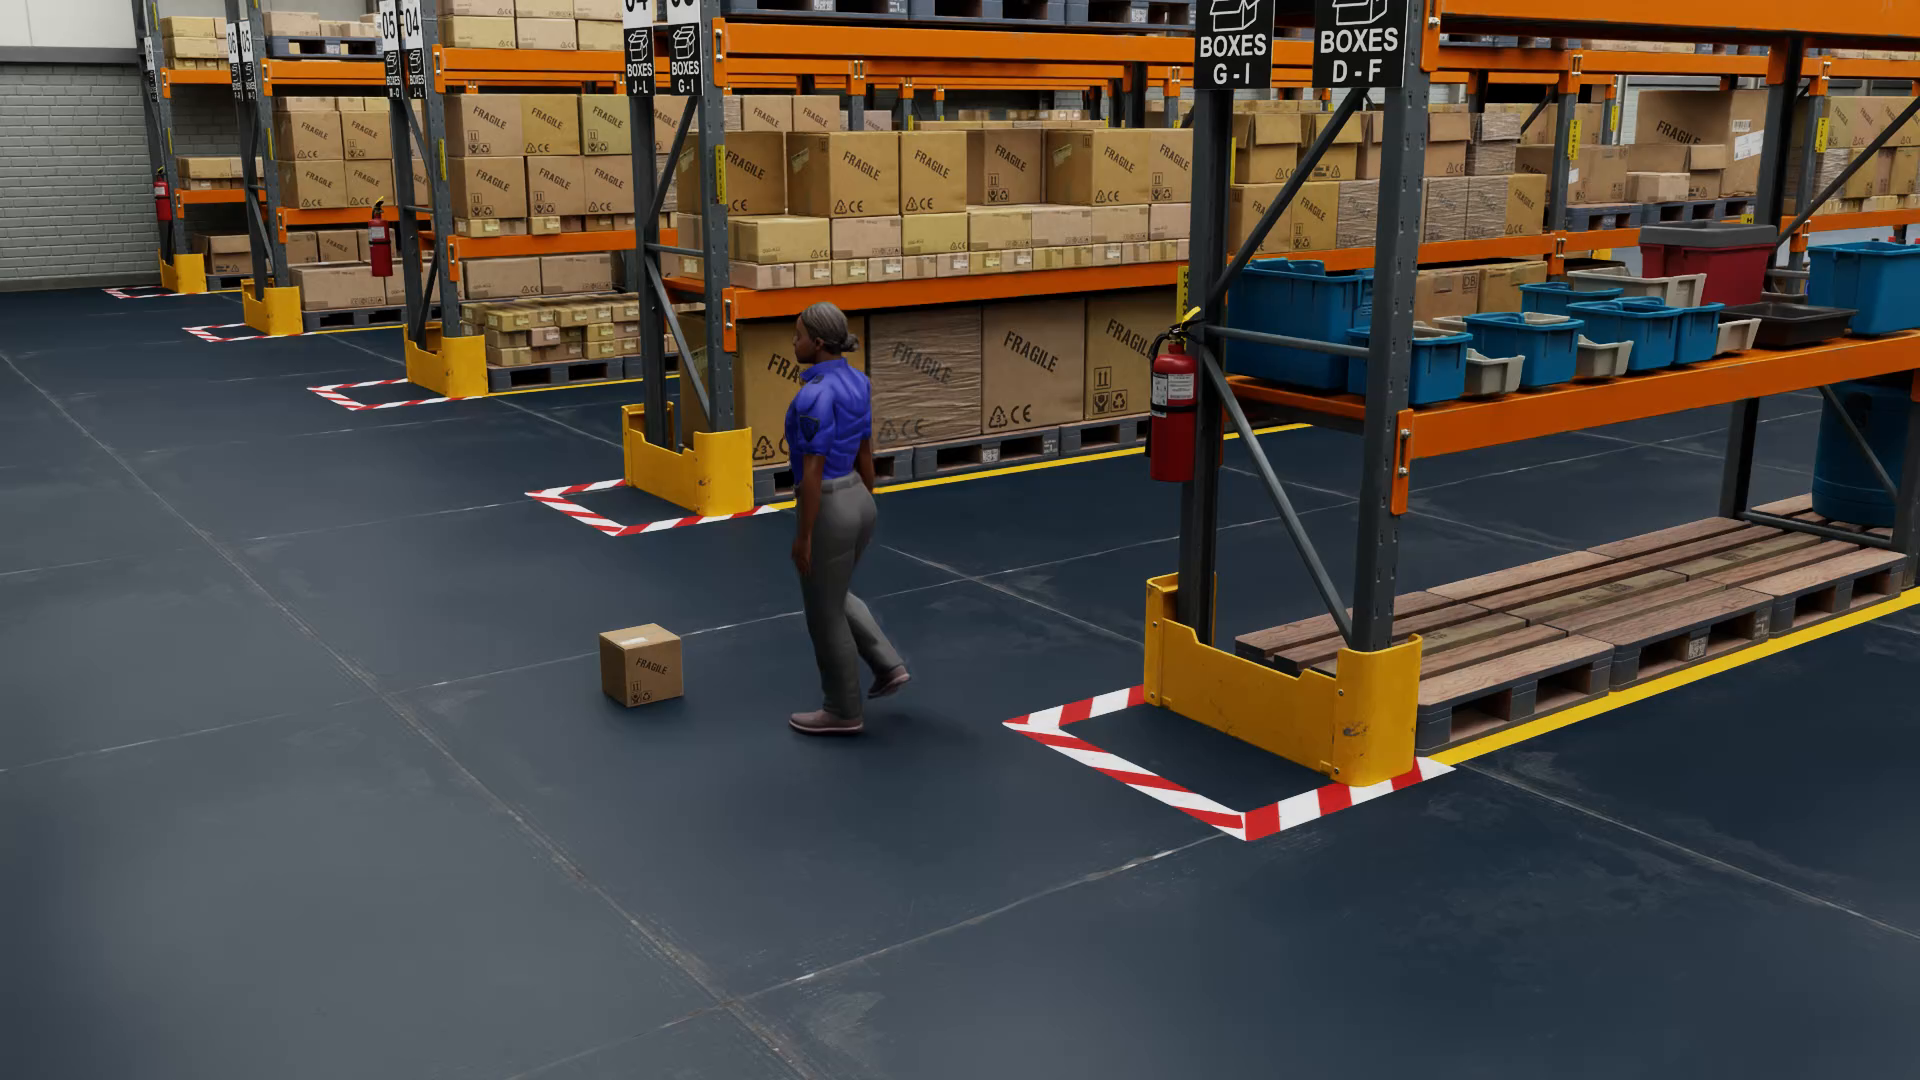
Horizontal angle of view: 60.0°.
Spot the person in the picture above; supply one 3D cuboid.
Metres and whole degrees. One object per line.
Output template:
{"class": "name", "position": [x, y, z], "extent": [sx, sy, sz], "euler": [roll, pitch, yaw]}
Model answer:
{"class": "person", "position": [-0.441, -0.073, 6.284], "extent": [0.452, 1.656, 0.492], "euler": [6, 16, 21]}
